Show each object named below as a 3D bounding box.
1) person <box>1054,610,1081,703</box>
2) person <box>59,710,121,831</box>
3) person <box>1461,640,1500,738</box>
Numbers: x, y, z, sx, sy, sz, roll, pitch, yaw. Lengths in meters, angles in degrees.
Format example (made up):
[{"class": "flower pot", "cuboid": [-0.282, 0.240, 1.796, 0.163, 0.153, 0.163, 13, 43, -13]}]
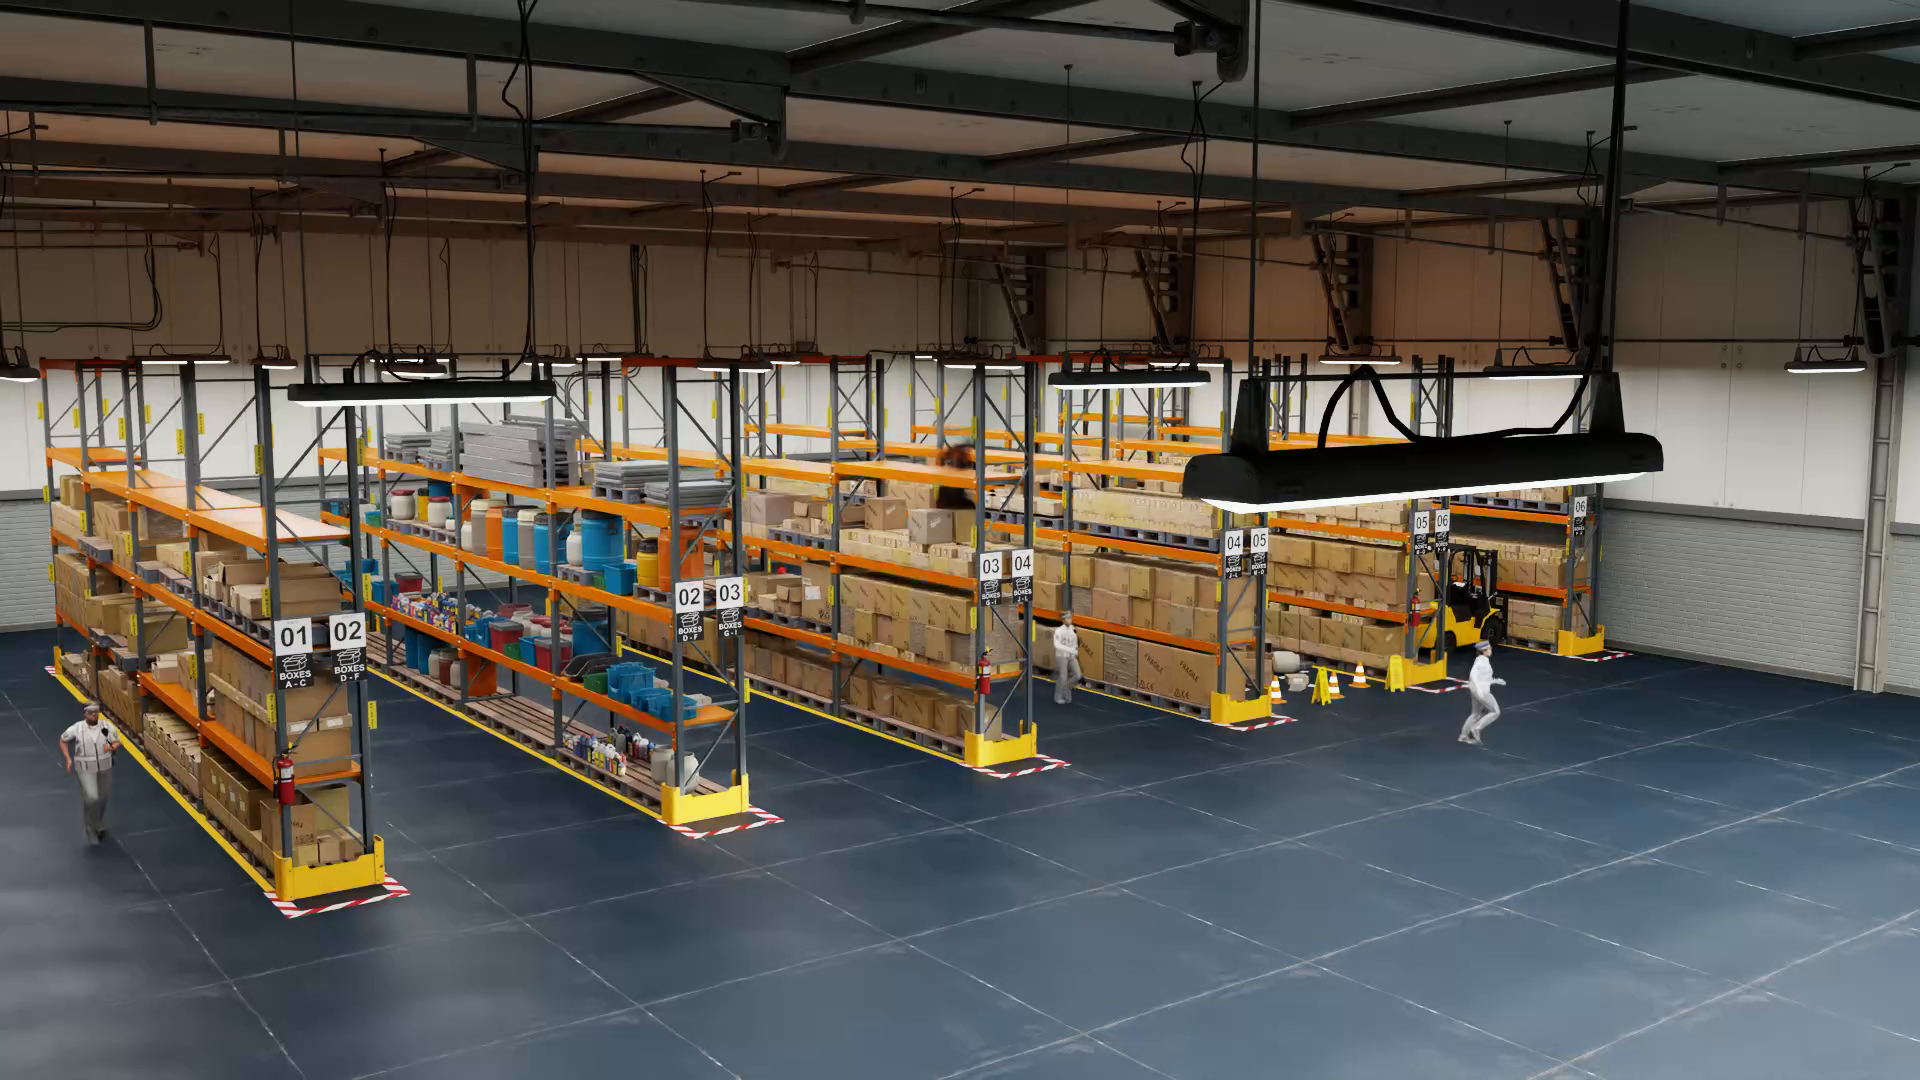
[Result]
[{"class": "person", "cuboid": [1.864, 2.034, 28.908, 0.635, 1.668, 0.544, -5, 9, -38]}, {"class": "person", "cuboid": [-10.972, 2.861, 21.081, 0.740, 1.587, 0.631, 7, 10, 44]}, {"class": "person", "cuboid": [8.153, 2.342, 26.040, 0.587, 1.568, 0.376, 1, 7, 6]}]
